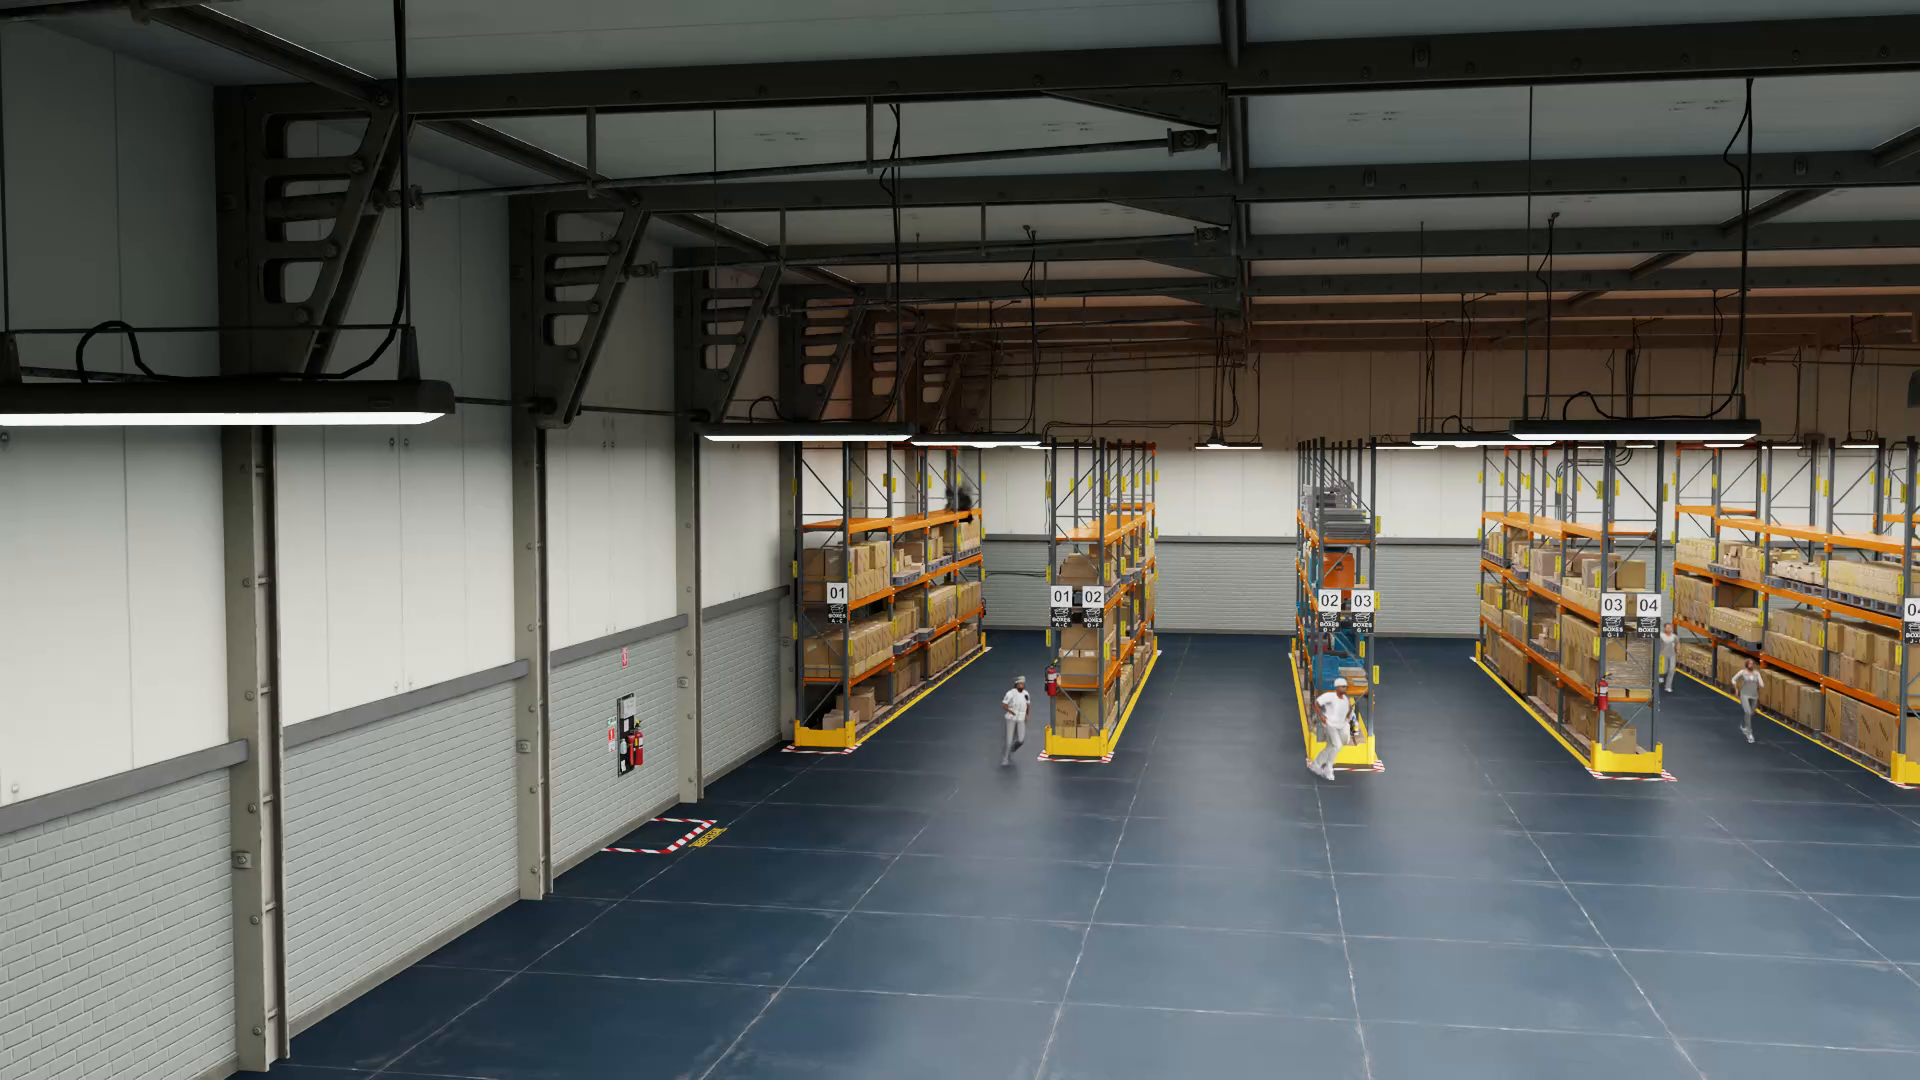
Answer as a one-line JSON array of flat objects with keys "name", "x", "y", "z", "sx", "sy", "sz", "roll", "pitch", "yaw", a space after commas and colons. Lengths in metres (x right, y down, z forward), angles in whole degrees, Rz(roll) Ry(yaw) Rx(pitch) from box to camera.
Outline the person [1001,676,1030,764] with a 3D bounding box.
[{"name": "person", "x": 1.065, "y": 3.298, "z": 30.497, "sx": 0.581, "sy": 1.625, "sz": 0.497, "roll": -1, "pitch": 3, "yaw": -14}]

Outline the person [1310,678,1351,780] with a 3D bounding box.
[{"name": "person", "x": 6.588, "y": 3.329, "z": 29.393, "sx": 0.714, "sy": 1.777, "sz": 0.694, "roll": -3, "pitch": 4, "yaw": -42}]

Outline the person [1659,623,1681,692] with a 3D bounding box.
[{"name": "person", "x": 17.010, "y": 2.807, "z": 39.927, "sx": 0.580, "sy": 1.624, "sz": 0.791, "roll": 1, "pitch": 3, "yaw": 11}]

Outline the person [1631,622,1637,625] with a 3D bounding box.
[{"name": "person", "x": 17.907, "y": 2.467, "z": 44.996, "sx": 0.821, "sy": 1.719, "sz": 0.892, "roll": 3, "pitch": 4, "yaw": 44}]

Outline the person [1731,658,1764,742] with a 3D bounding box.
[{"name": "person", "x": 15.669, "y": 3.153, "z": 33.041, "sx": 0.526, "sy": 1.612, "sz": 0.842, "roll": 0, "pitch": 3, "yaw": 2}]
